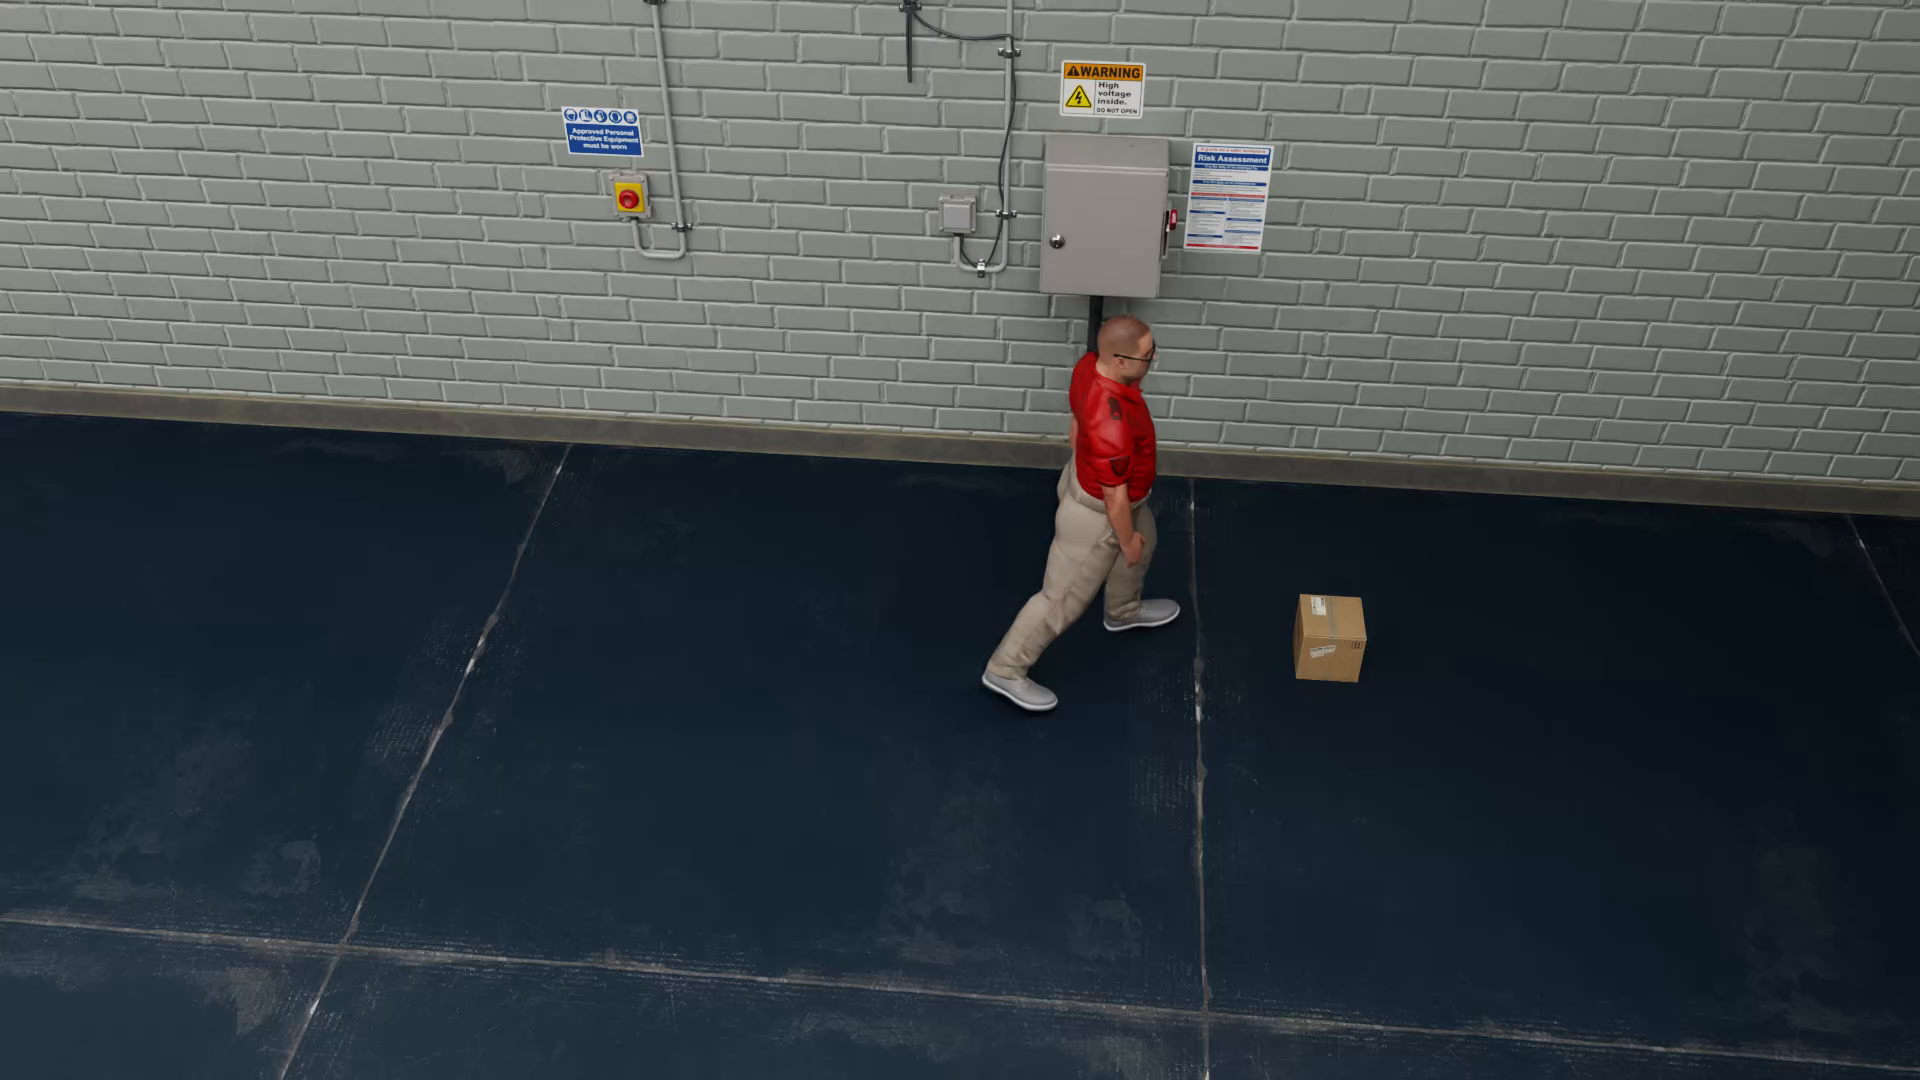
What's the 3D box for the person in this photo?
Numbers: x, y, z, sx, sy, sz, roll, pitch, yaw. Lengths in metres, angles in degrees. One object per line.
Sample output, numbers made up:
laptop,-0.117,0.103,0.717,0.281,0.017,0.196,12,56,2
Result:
person,0.511,-0.135,6.353,0.847,1.682,0.636,0,40,0
